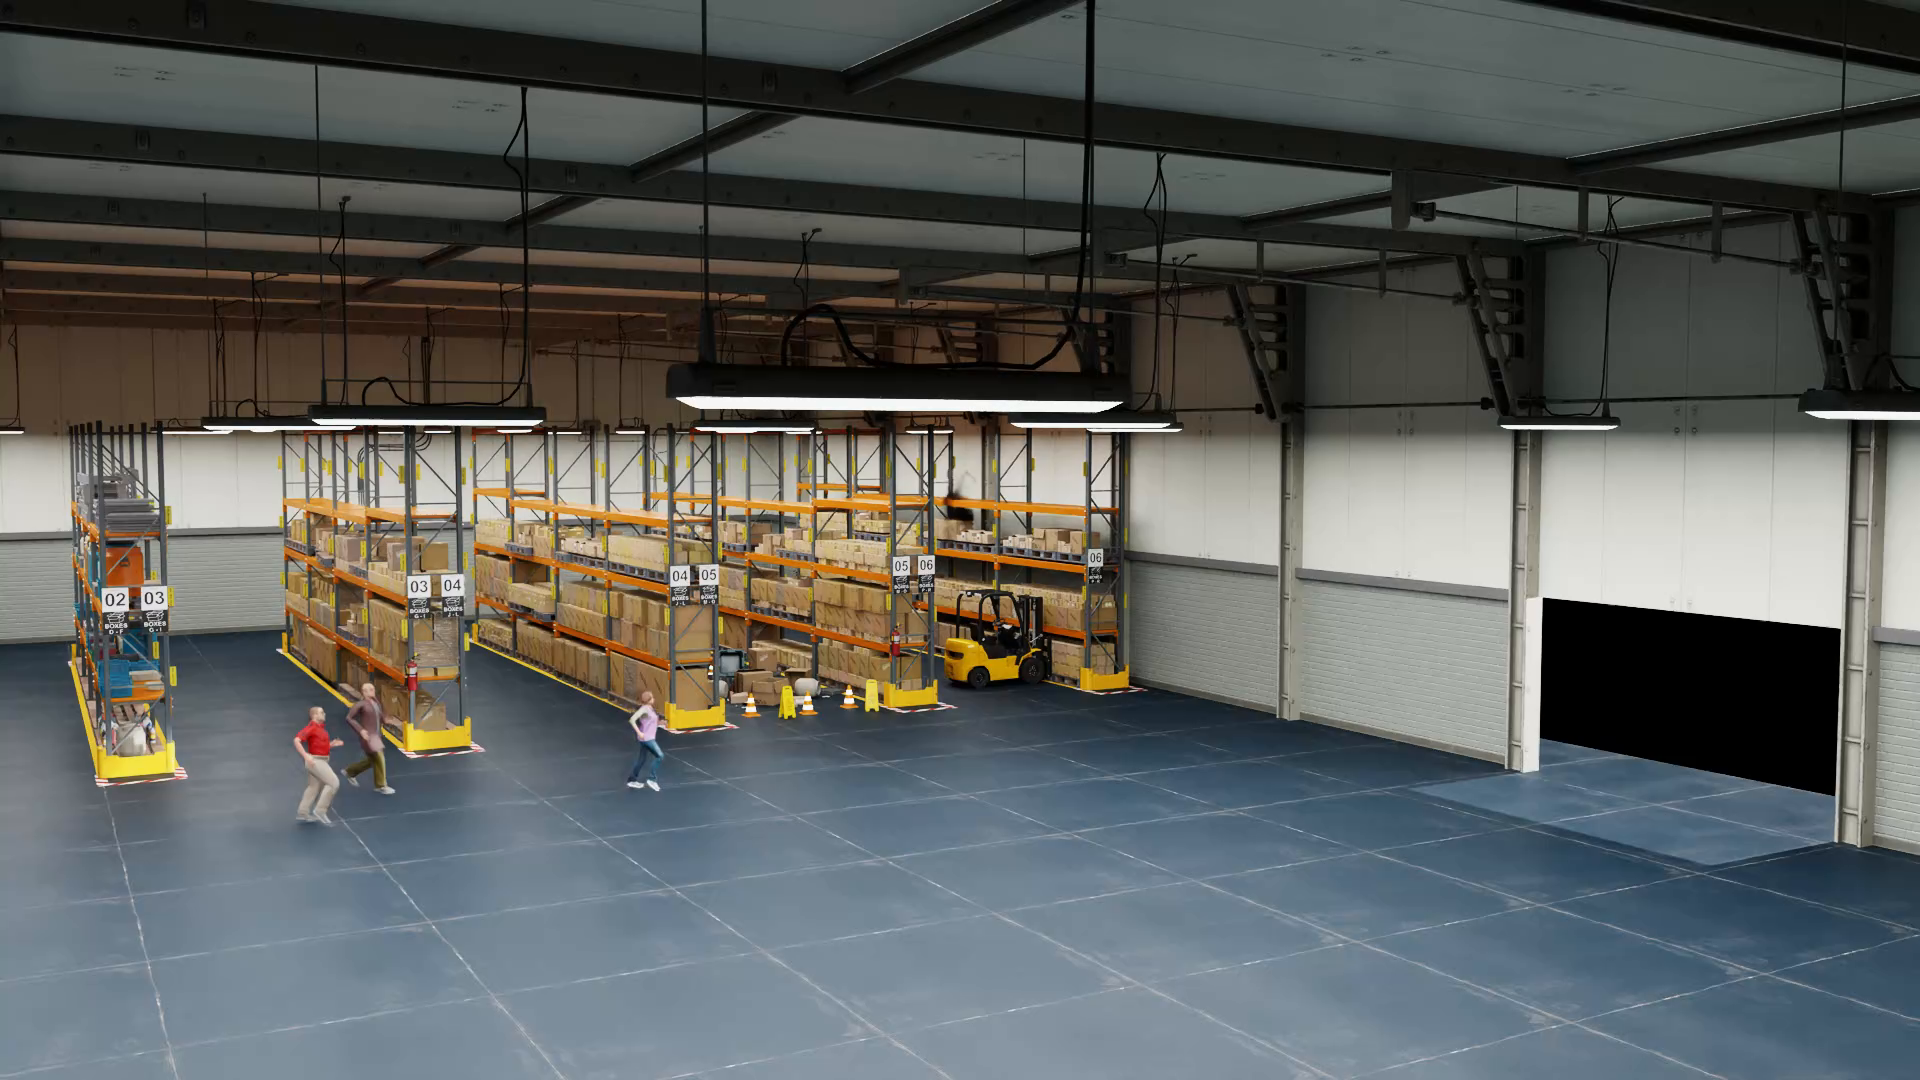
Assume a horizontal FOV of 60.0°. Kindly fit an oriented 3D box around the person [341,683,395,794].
[{"bbox_3d":[-9.533,3.188,26.775,0.929,1.784,0.699,1,4,9],"label":"person"}]

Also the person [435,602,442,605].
[{"bbox_3d":[-14.568,1.952,46.651,0.741,1.784,0.917,2,4,29],"label":"person"}]

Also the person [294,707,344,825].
[{"bbox_3d":[-9.501,3.346,24.654,0.694,1.757,0.646,-1,4,-16],"label":"person"}]

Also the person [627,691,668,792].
[{"bbox_3d":[-5.064,3.256,26.907,0.663,1.621,0.515,0,4,-7],"label":"person"}]
